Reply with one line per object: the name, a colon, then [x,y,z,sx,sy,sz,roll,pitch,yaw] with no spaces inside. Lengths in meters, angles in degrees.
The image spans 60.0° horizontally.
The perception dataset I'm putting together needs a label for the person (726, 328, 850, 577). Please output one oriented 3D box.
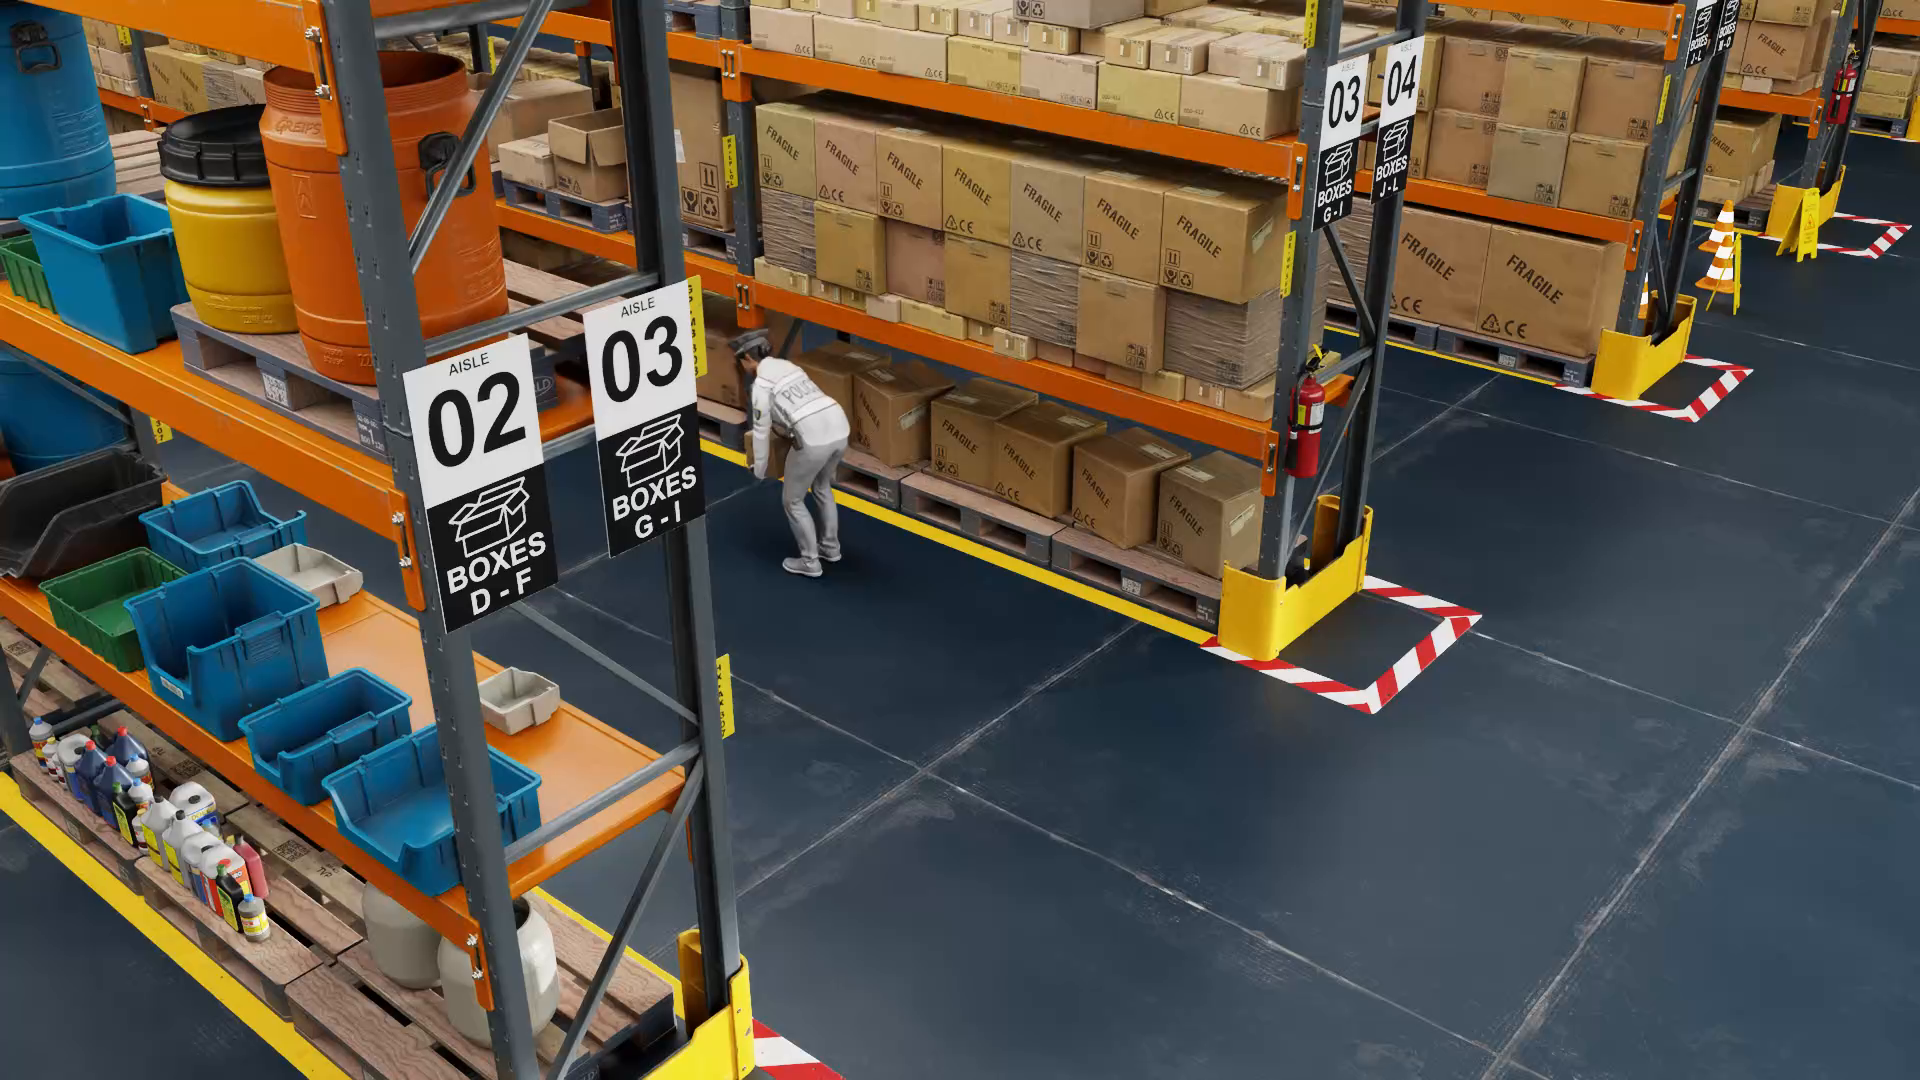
person: [-1.022,-0.532,9.903,0.814,1.428,0.404,20,34,33]
